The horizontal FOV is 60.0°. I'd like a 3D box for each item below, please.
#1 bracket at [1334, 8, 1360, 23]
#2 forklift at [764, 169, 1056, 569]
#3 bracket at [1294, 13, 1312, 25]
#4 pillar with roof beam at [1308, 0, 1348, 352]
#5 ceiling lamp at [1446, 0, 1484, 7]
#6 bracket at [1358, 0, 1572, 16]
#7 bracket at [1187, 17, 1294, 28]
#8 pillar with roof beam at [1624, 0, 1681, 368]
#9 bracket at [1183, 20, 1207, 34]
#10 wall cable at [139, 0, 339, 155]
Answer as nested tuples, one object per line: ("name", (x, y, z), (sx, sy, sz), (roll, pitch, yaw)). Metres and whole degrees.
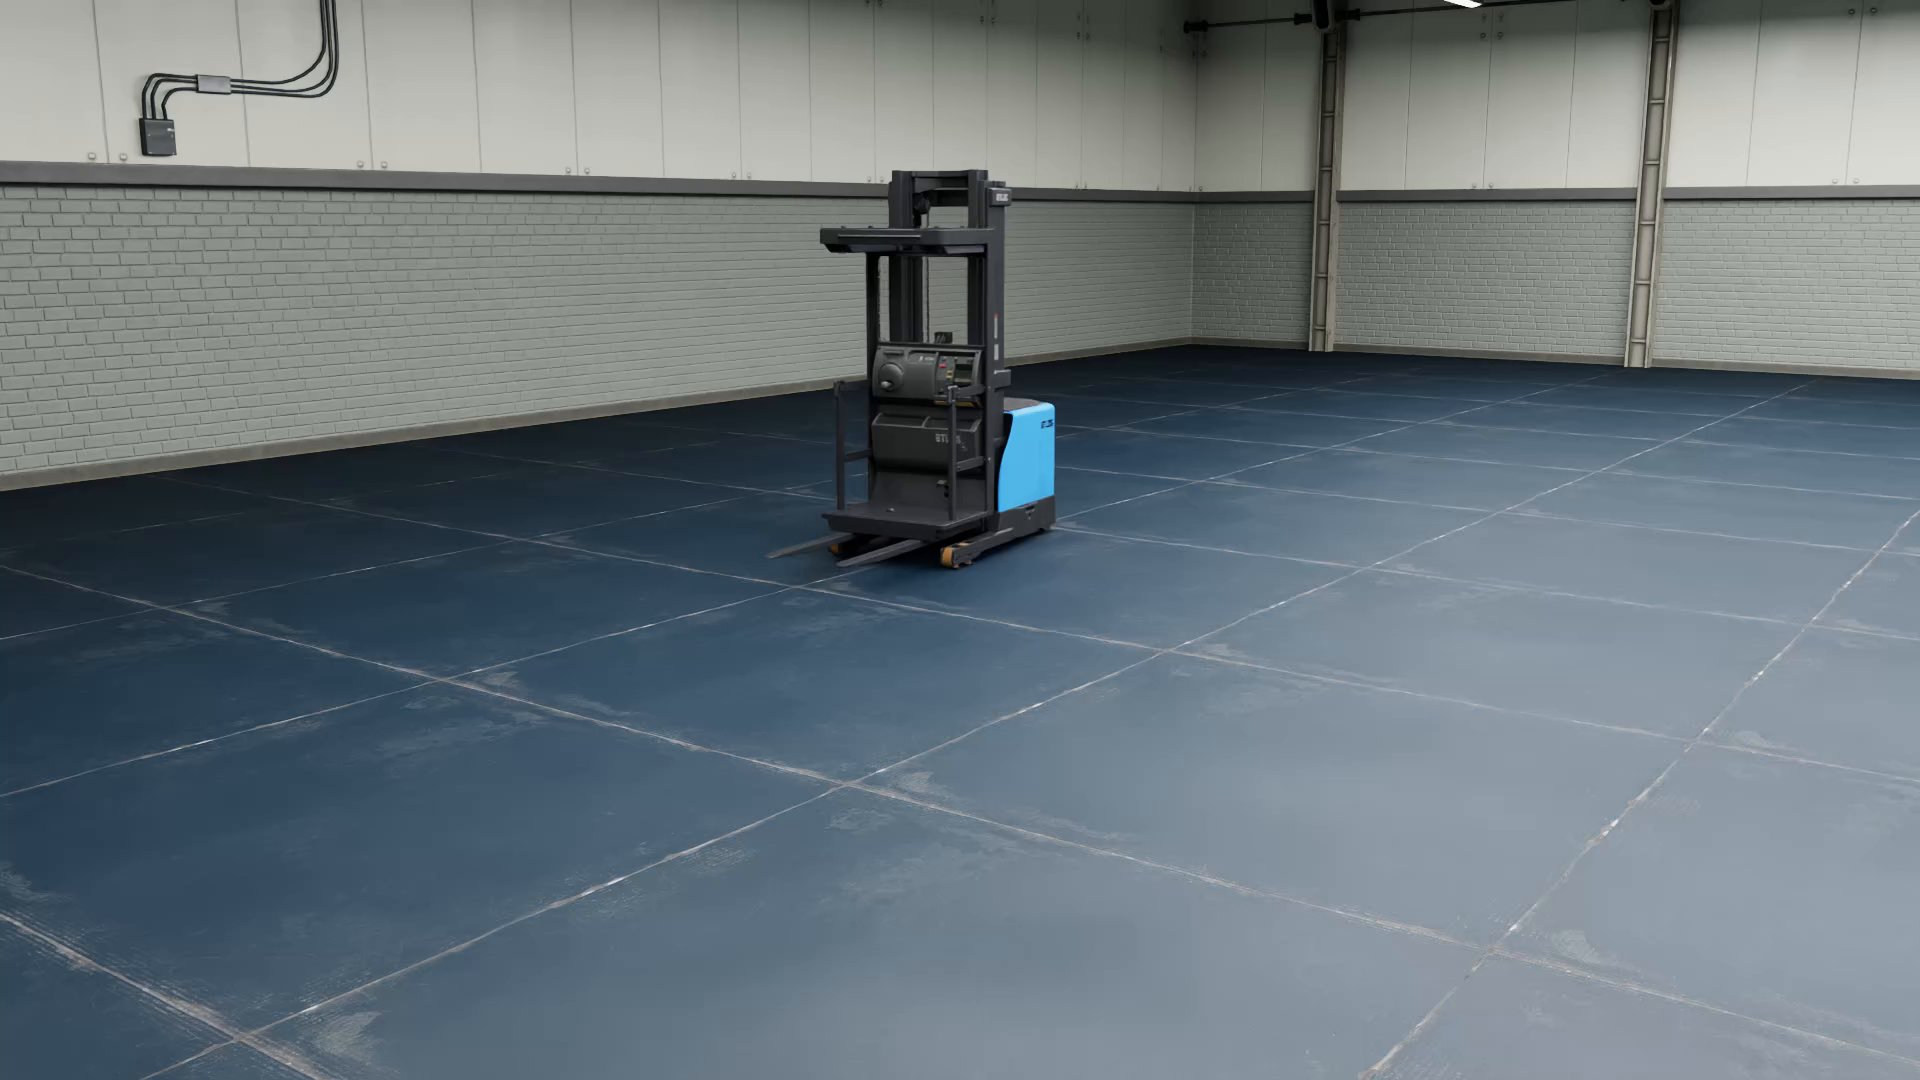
("bracket", (7.254, -9.820, 31.122), (0.430, 0.232, 0.235), (8, 13, 36))
("forklift", (-0.360, -1.320, 12.637), (1.130, 2.935, 3.031), (6, 12, 29))
("bracket", (6.585, -9.914, 31.605), (0.430, 0.232, 0.235), (8, 13, 36))
("pillar with roof beam", (4.582, -7.495, 28.580), (0.548, 9.000, 9.100), (8, 13, 36))
("ceiling lamp", (7.308, -9.826, 25.261), (0.800, 3.185, 2.000), (8, 13, 36))
("bracket", (9.331, -9.531, 29.625), (4.783, 0.066, 0.076), (8, 13, 36))
("bracket", (5.151, -10.114, 32.639), (3.189, 0.066, 0.076), (8, 13, 36))
("pillar with roof beam", (9.418, -6.820, 25.093), (0.548, 9.000, 9.100), (8, 13, 36))
("bracket", (4.675, -10.180, 32.982), (0.430, 0.232, 0.235), (8, 13, 36))
("wall cable", (-7.475, -6.987, 16.998), (0.169, 6.003, 2.305), (8, 13, 36))
